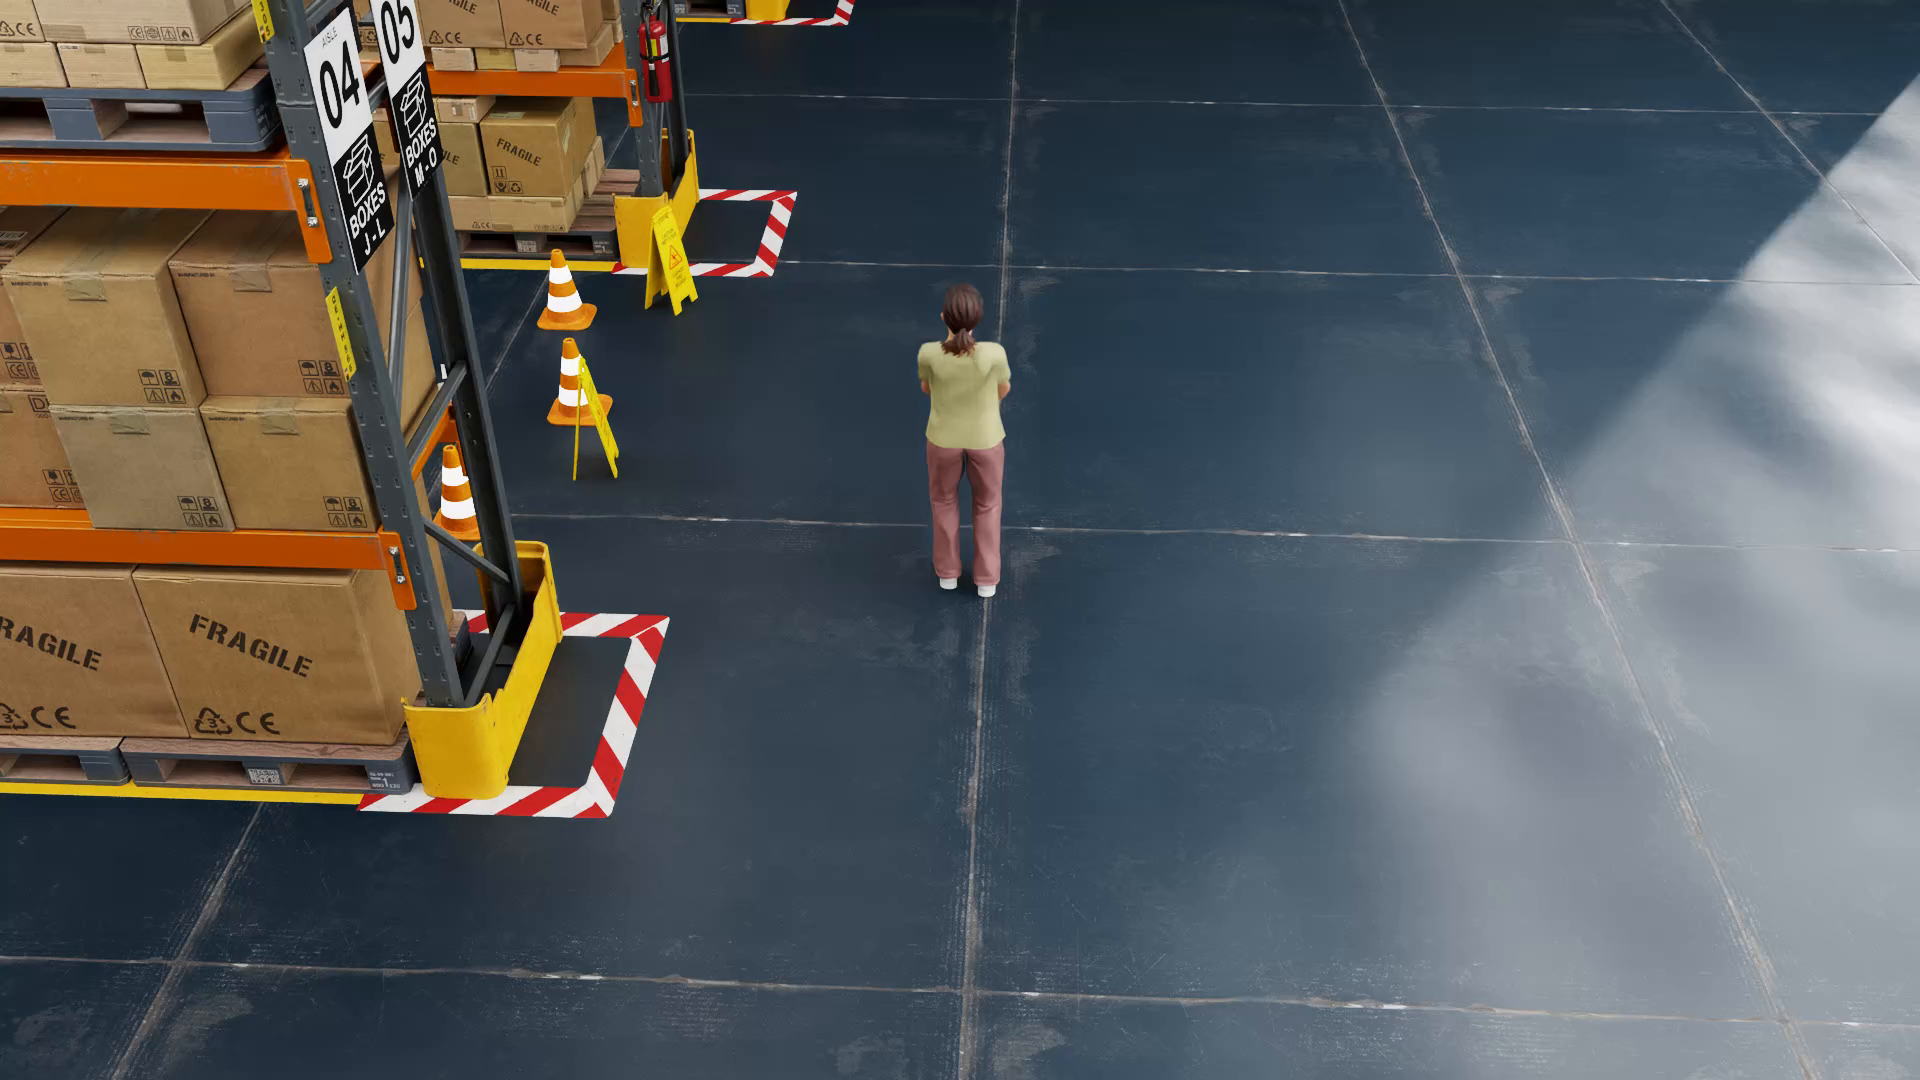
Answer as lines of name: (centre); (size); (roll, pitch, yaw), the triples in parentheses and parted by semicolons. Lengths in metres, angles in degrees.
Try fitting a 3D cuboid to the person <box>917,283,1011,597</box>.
person: (0.023, -0.495, 7.812); (0.426, 1.667, 0.544); (2, 36, 2)
